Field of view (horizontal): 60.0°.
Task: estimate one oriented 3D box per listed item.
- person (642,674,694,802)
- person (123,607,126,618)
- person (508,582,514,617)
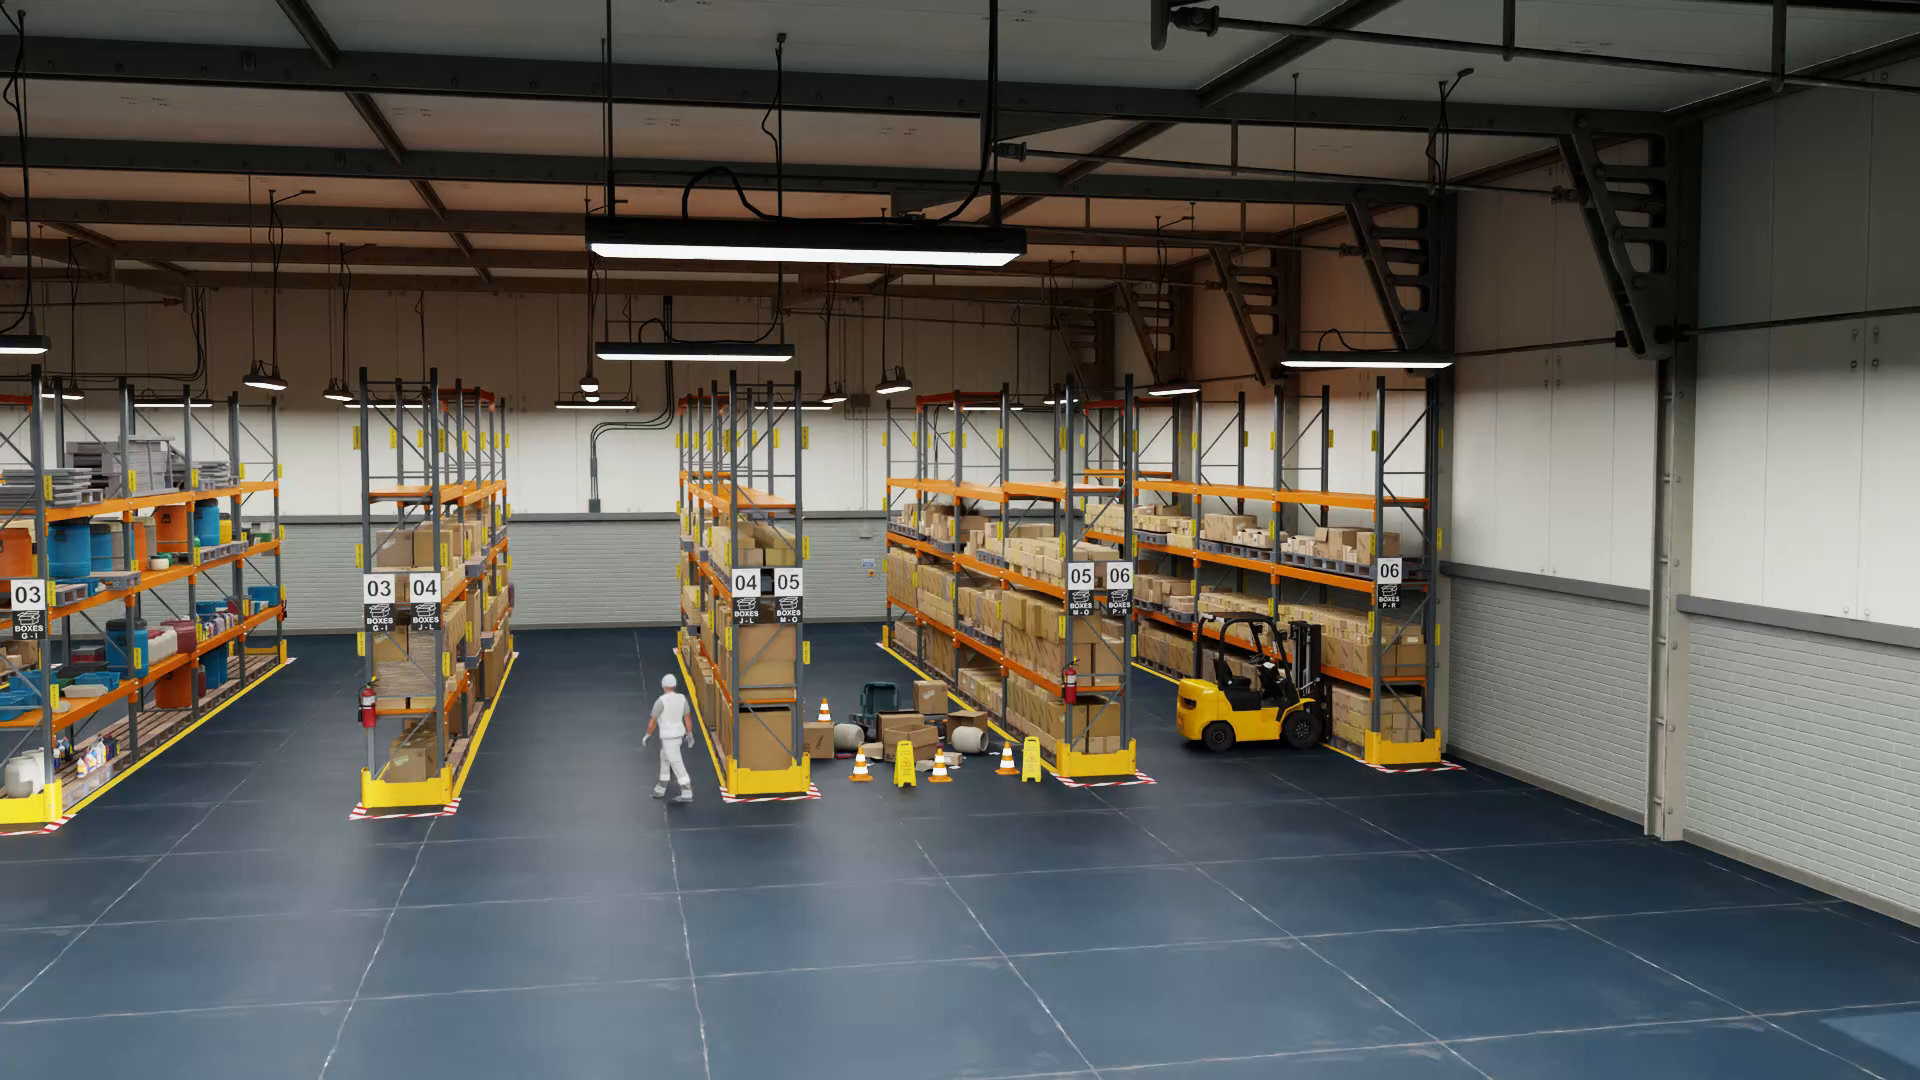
[{"bbox_3d":[-4.045,2.742,22.988,0.799,1.793,0.526,1,4,15],"label":"person"},{"bbox_3d":[-18.083,2.014,36.443,0.949,1.601,0.551,-2,4,-32],"label":"person"},{"bbox_3d":[-11.310,1.704,41.015,0.640,1.833,0.434,1,3,8],"label":"person"}]
